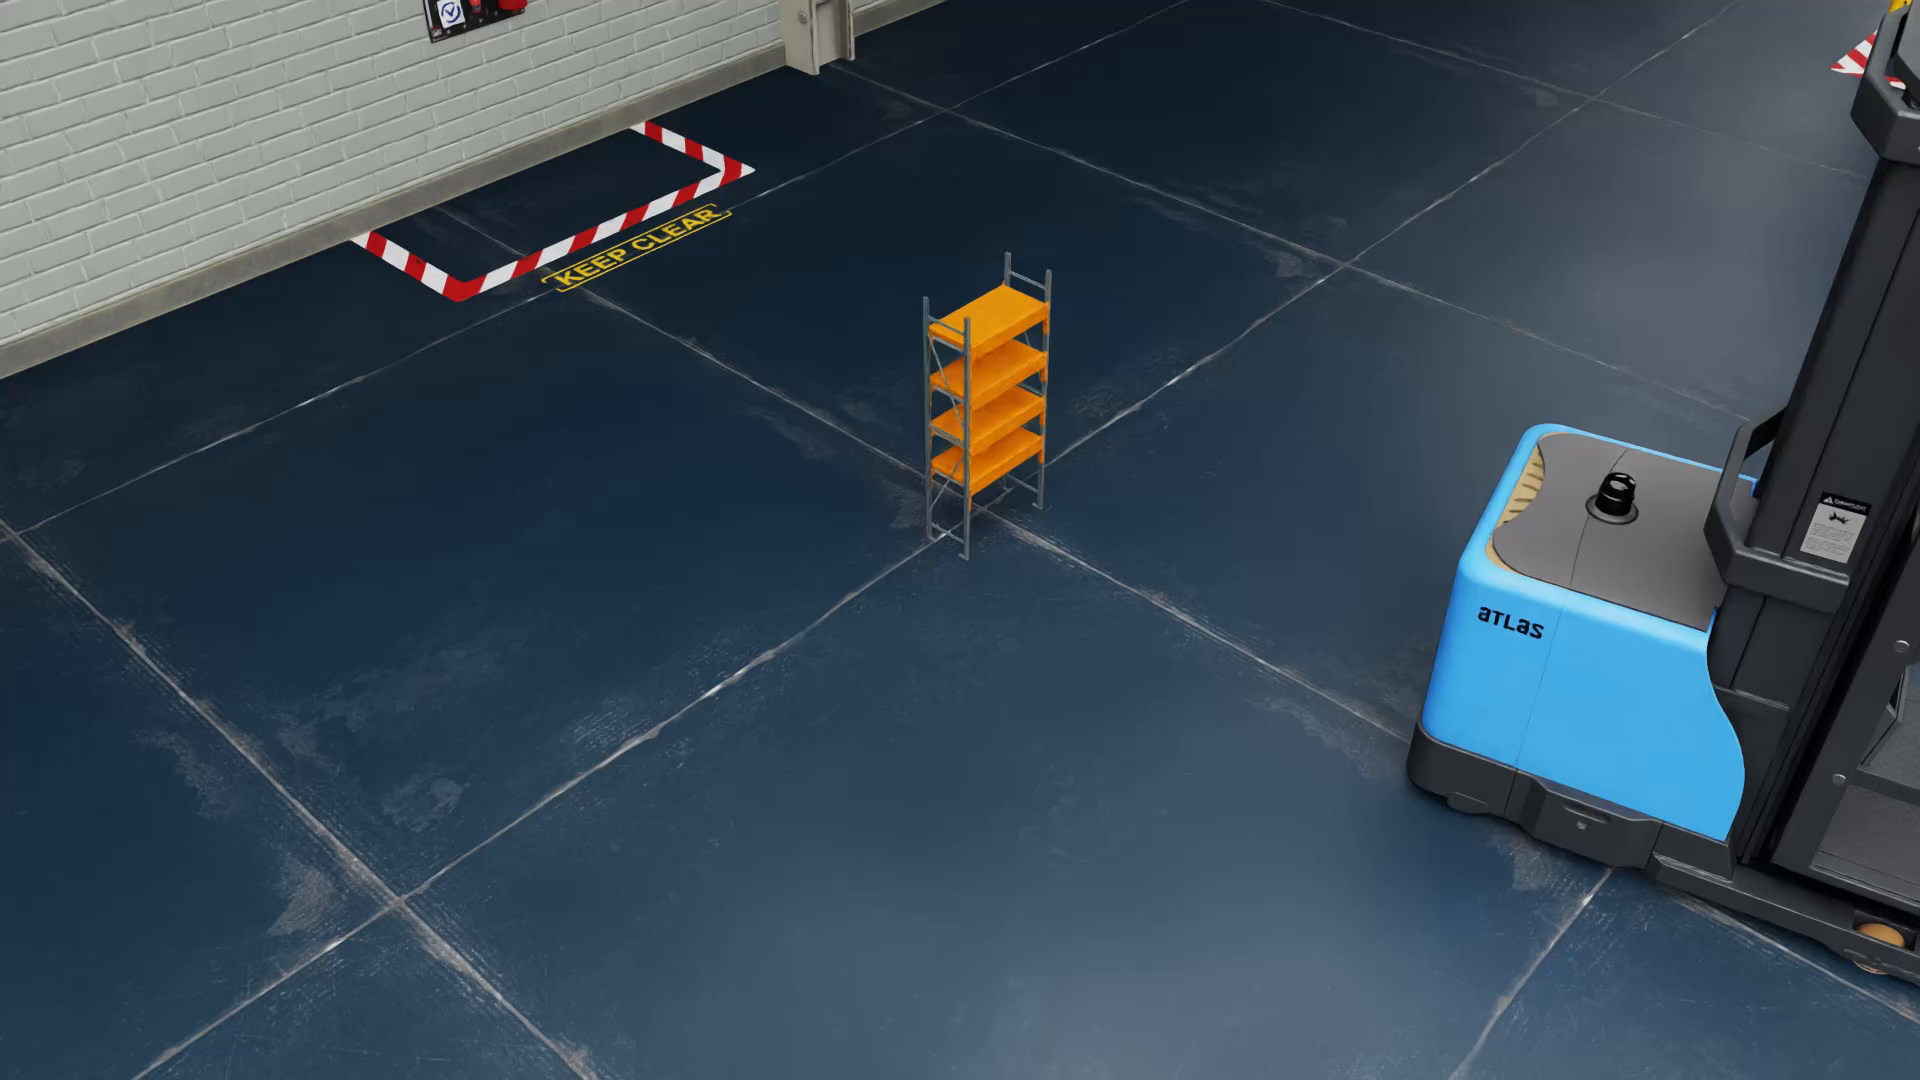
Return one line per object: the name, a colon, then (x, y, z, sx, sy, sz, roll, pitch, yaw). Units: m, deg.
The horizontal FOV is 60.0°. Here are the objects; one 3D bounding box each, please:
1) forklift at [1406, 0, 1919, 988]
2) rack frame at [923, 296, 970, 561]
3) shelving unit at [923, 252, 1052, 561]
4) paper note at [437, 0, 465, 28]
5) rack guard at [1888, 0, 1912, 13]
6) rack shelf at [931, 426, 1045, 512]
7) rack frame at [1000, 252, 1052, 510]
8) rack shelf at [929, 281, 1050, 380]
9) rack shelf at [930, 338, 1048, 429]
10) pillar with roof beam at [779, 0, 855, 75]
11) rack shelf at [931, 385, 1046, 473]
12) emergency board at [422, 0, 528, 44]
forklift: (3.170, -0.046, 4.953, 3.031, 2.935, 1.130, 19, 42, 22)
rack frame: (-0.053, -0.434, 6.831, 0.240, 1.200, 0.015, 30, 47, 32)
shelving unit: (0.112, -0.546, 6.972, 0.258, 1.200, 0.503, 30, 47, 32)
paper note: (-2.826, -2.934, 9.238, 0.016, 0.148, 0.142, 30, 47, 32)
rack guard: (6.896, -3.455, 11.193, 1.175, 0.500, 0.348, 30, 47, 32)
rack shelf: (0.112, -0.338, 7.138, 0.258, 0.148, 0.480, 30, 47, 32)
rack frame: (0.276, -0.658, 7.113, 0.240, 1.200, 0.015, 30, 47, 32)
rack shelf: (0.112, -0.853, 6.728, 0.258, 0.148, 0.480, 30, 47, 32)
rack shelf: (0.112, -0.668, 6.875, 0.258, 0.148, 0.480, 30, 47, 32)
pillar with roof beam: (2.217, -4.991, 6.297, 9.100, 9.000, 0.400, 30, 47, 32)
rack shelf: (0.112, -0.493, 7.014, 0.258, 0.148, 0.480, 30, 47, 32)
emergency board: (-2.656, -3.332, 9.030, 0.194, 1.169, 0.643, 30, 47, 32)
